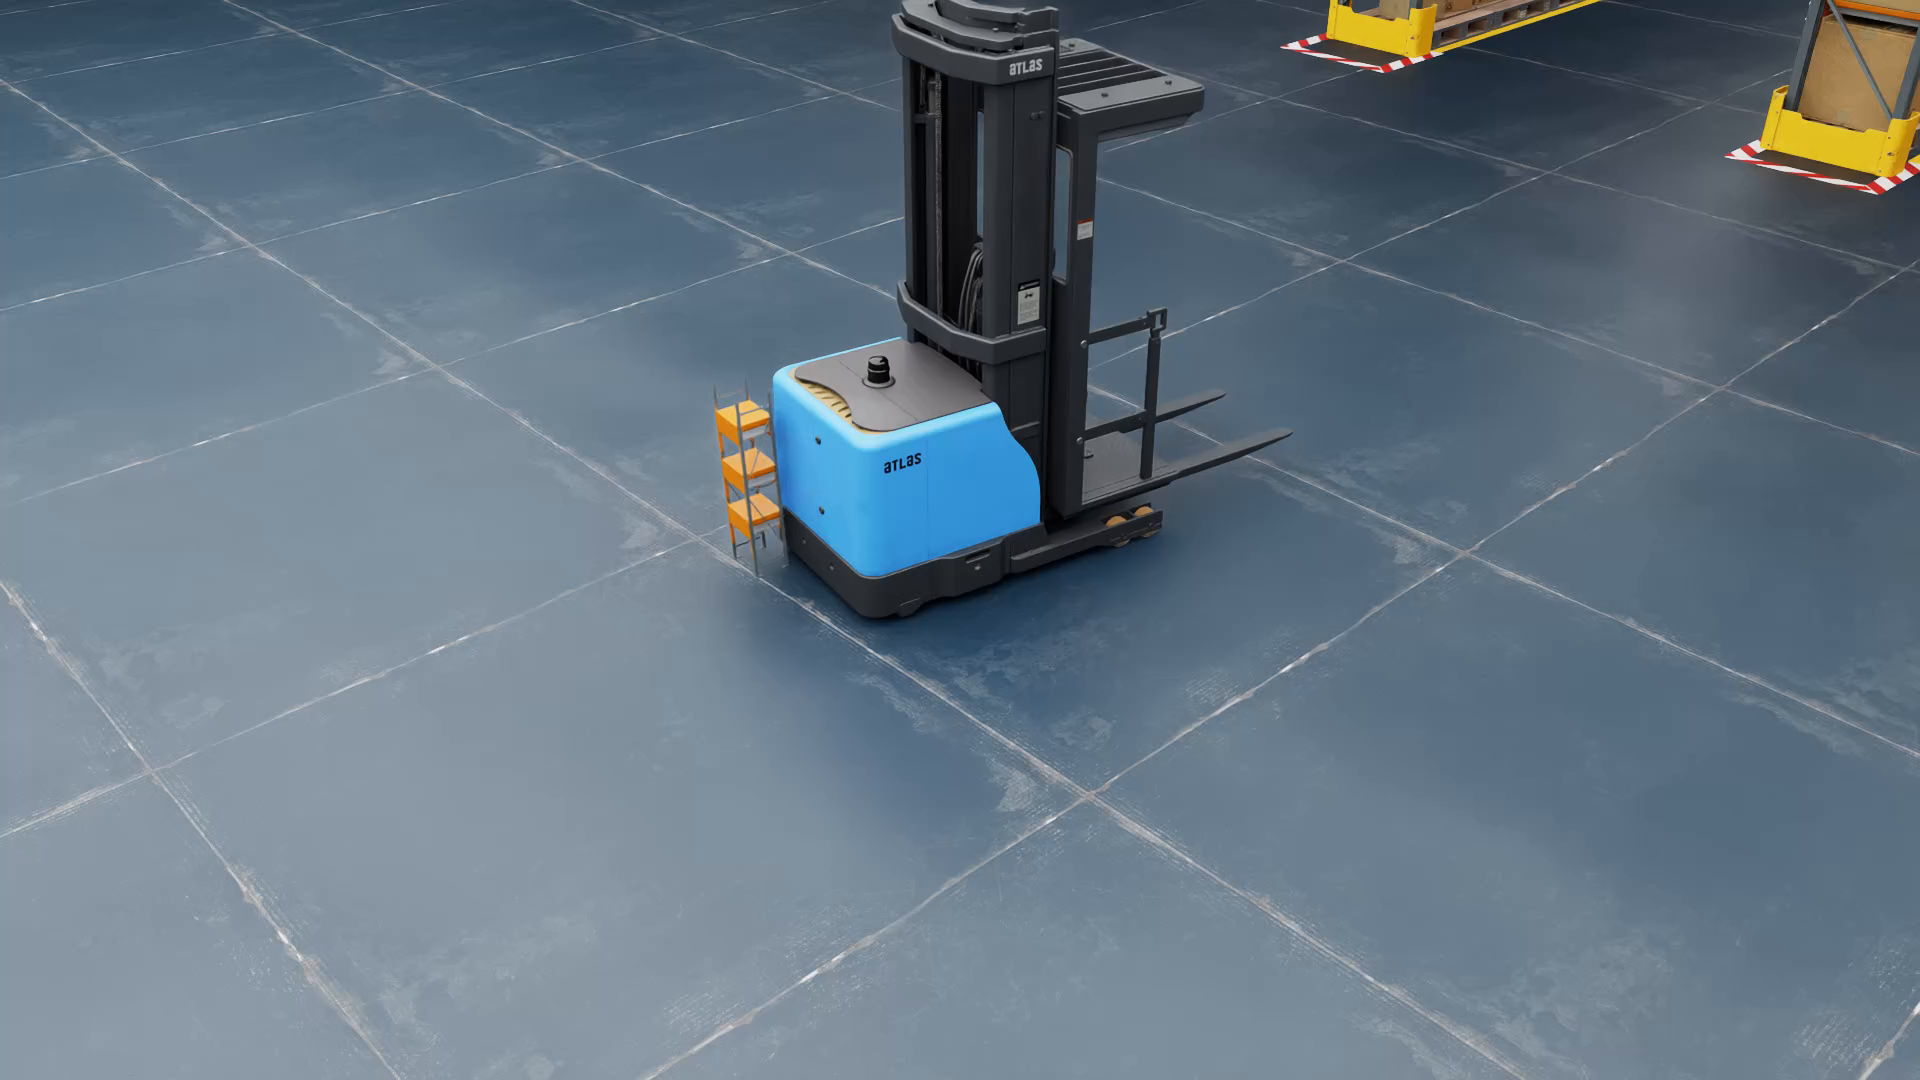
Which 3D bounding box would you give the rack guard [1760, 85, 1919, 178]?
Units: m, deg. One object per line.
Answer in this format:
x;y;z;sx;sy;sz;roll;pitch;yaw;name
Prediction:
7.753;-3.617;14.686;0.348;0.500;1.175;-26;40;-35;rack guard

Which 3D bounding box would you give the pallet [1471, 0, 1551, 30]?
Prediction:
6.042;-6.168;19.135;1.213;0.211;1.003;-26;40;-35;pallet

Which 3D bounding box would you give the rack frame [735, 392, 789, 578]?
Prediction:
-1.030;-0.274;8.678;0.200;1.050;0.008;-22;37;-28;rack frame

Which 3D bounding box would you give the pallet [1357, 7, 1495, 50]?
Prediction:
5.148;-5.737;18.431;1.213;0.211;1.003;-26;40;-35;pallet

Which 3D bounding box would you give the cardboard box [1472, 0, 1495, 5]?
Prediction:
5.829;-6.393;18.824;0.500;0.500;0.500;-22;38;-31;cardboard box

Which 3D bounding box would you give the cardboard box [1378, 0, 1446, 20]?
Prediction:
4.942;-5.953;18.104;0.500;0.500;0.500;-18;36;-27;cardboard box

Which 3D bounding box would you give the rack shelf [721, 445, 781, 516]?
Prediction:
-1.099;-0.316;8.770;0.215;0.259;0.240;-22;37;-28;rack shelf

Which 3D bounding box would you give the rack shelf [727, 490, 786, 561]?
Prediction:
-1.090;-0.079;8.916;0.215;0.259;0.240;-22;37;-28;rack shelf

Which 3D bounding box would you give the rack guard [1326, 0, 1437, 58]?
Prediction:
4.528;-5.586;17.906;0.348;0.500;1.175;-26;40;-35;rack guard

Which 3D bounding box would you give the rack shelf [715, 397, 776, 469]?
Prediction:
-1.109;-0.556;8.620;0.215;0.259;0.240;-22;37;-28;rack shelf

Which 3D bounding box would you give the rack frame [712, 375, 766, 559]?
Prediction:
-1.170;-0.375;8.850;0.200;1.050;0.008;-22;37;-28;rack frame

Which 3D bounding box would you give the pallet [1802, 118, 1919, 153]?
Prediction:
8.304;-3.816;15.289;1.213;0.211;1.003;-26;40;-35;pallet

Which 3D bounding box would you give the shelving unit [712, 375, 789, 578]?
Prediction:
-1.100;-0.324;8.764;0.215;1.050;0.252;-22;37;-28;shelving unit

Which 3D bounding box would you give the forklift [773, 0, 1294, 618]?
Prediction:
0.529;-1.427;8.773;3.031;2.935;1.130;-18;36;-27;forklift

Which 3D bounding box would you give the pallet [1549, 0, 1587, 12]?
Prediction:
6.937;-6.603;19.846;1.213;0.211;1.003;-26;40;-35;pallet

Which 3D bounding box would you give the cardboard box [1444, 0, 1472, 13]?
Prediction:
5.357;-6.179;18.472;0.500;0.500;0.500;-15;35;-23;cardboard box

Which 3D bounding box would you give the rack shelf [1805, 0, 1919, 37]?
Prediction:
9.237;-5.095;15.396;4.000;0.370;1.077;-26;40;-35;rack shelf

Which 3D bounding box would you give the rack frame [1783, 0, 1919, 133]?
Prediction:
7.771;-4.692;14.048;0.127;3.000;1.000;-26;40;-35;rack frame

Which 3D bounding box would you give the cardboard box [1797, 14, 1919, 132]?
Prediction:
8.223;-4.231;14.928;0.875;0.875;0.875;-26;40;-35;cardboard box

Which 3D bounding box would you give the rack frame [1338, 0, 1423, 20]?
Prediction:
4.472;-6.626;17.210;0.127;3.000;1.000;-26;40;-35;rack frame
